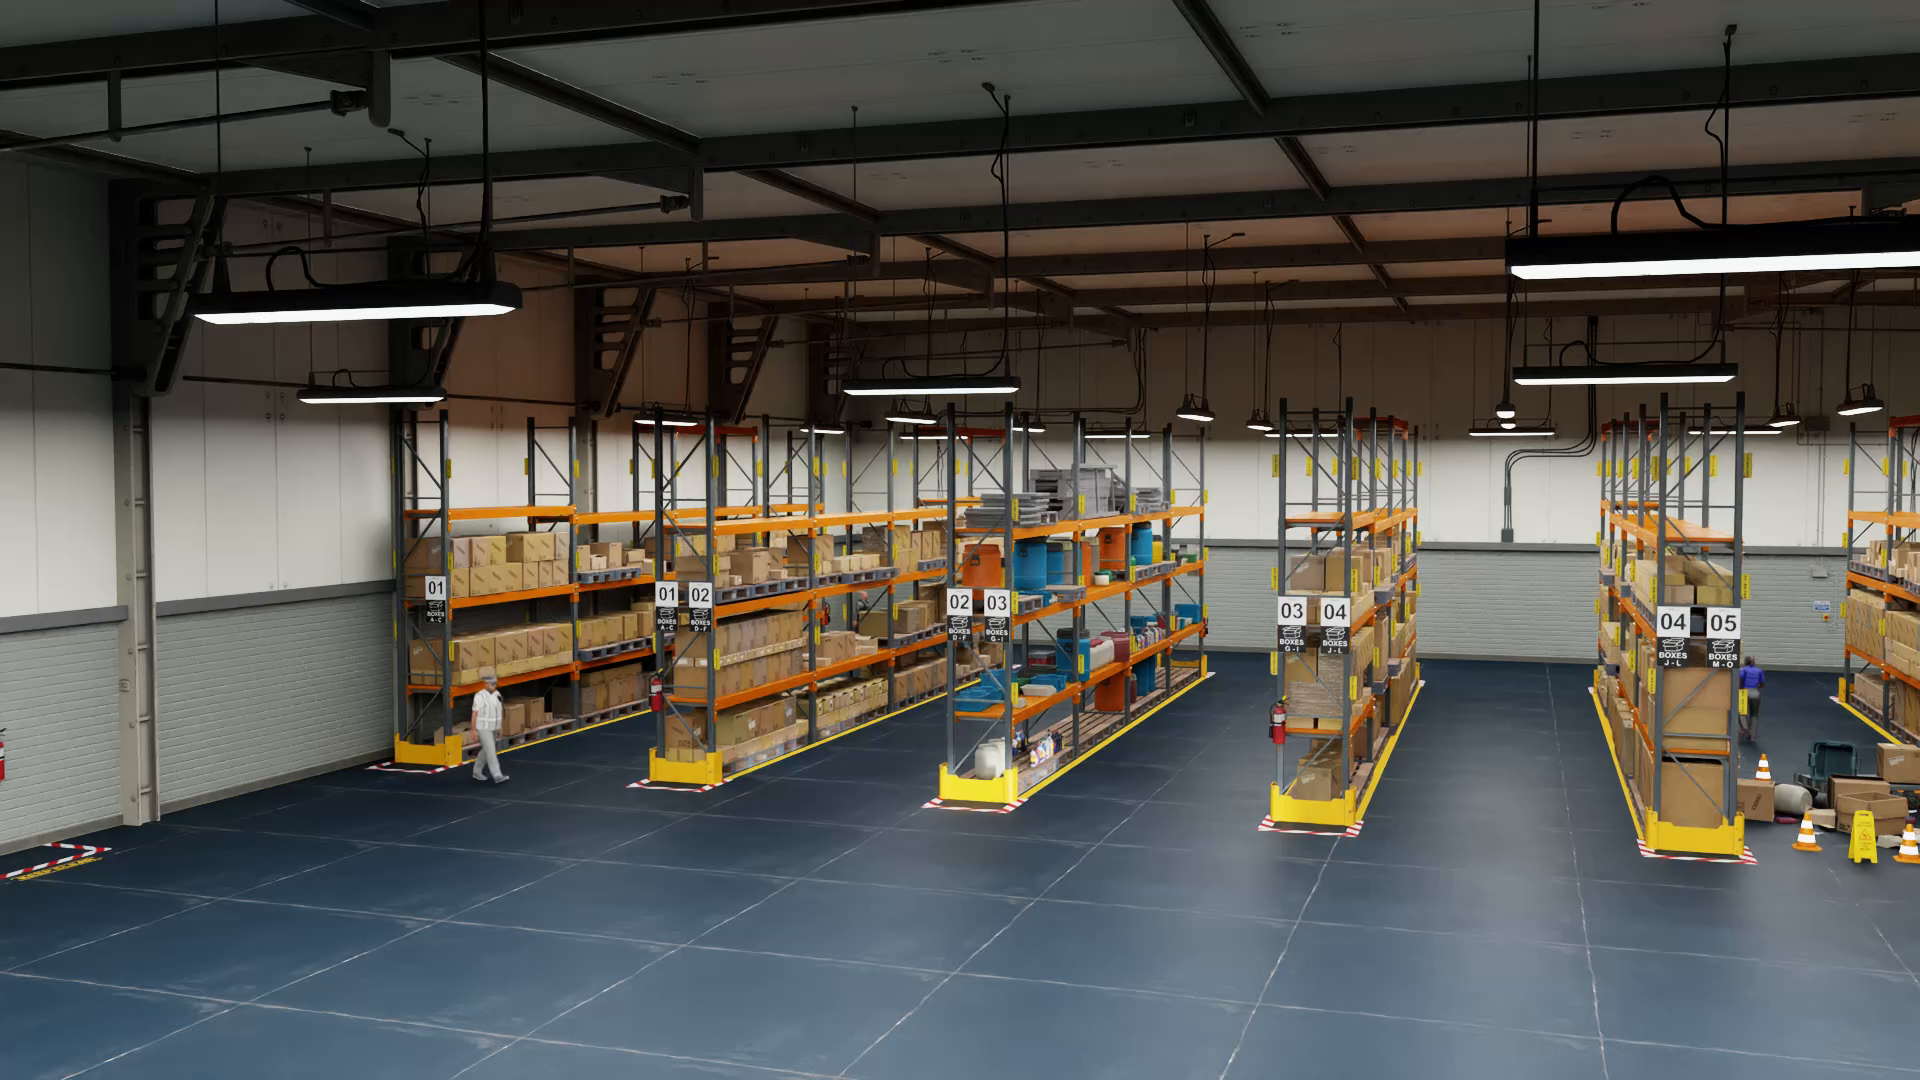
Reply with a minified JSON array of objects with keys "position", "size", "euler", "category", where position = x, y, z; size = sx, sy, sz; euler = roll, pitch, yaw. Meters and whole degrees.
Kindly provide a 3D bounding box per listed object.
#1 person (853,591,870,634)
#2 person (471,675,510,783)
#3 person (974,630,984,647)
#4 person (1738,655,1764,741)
[{"position":[-2.593,2.208,45.128],"size":[0.975,1.661,0.514],"euler":[0,2,4],"category":"person"},{"position":[-7.465,3.005,26.524],"size":[0.936,1.726,0.549],"euler":[1,3,27],"category":"person"},{"position":[0.493,2.196,45.105],"size":[0.545,1.704,0.637],"euler":[-1,3,-28],"category":"person"},{"position":[14.638,2.913,30.846],"size":[0.504,1.547,0.699],"euler":[1,3,20],"category":"person"}]
